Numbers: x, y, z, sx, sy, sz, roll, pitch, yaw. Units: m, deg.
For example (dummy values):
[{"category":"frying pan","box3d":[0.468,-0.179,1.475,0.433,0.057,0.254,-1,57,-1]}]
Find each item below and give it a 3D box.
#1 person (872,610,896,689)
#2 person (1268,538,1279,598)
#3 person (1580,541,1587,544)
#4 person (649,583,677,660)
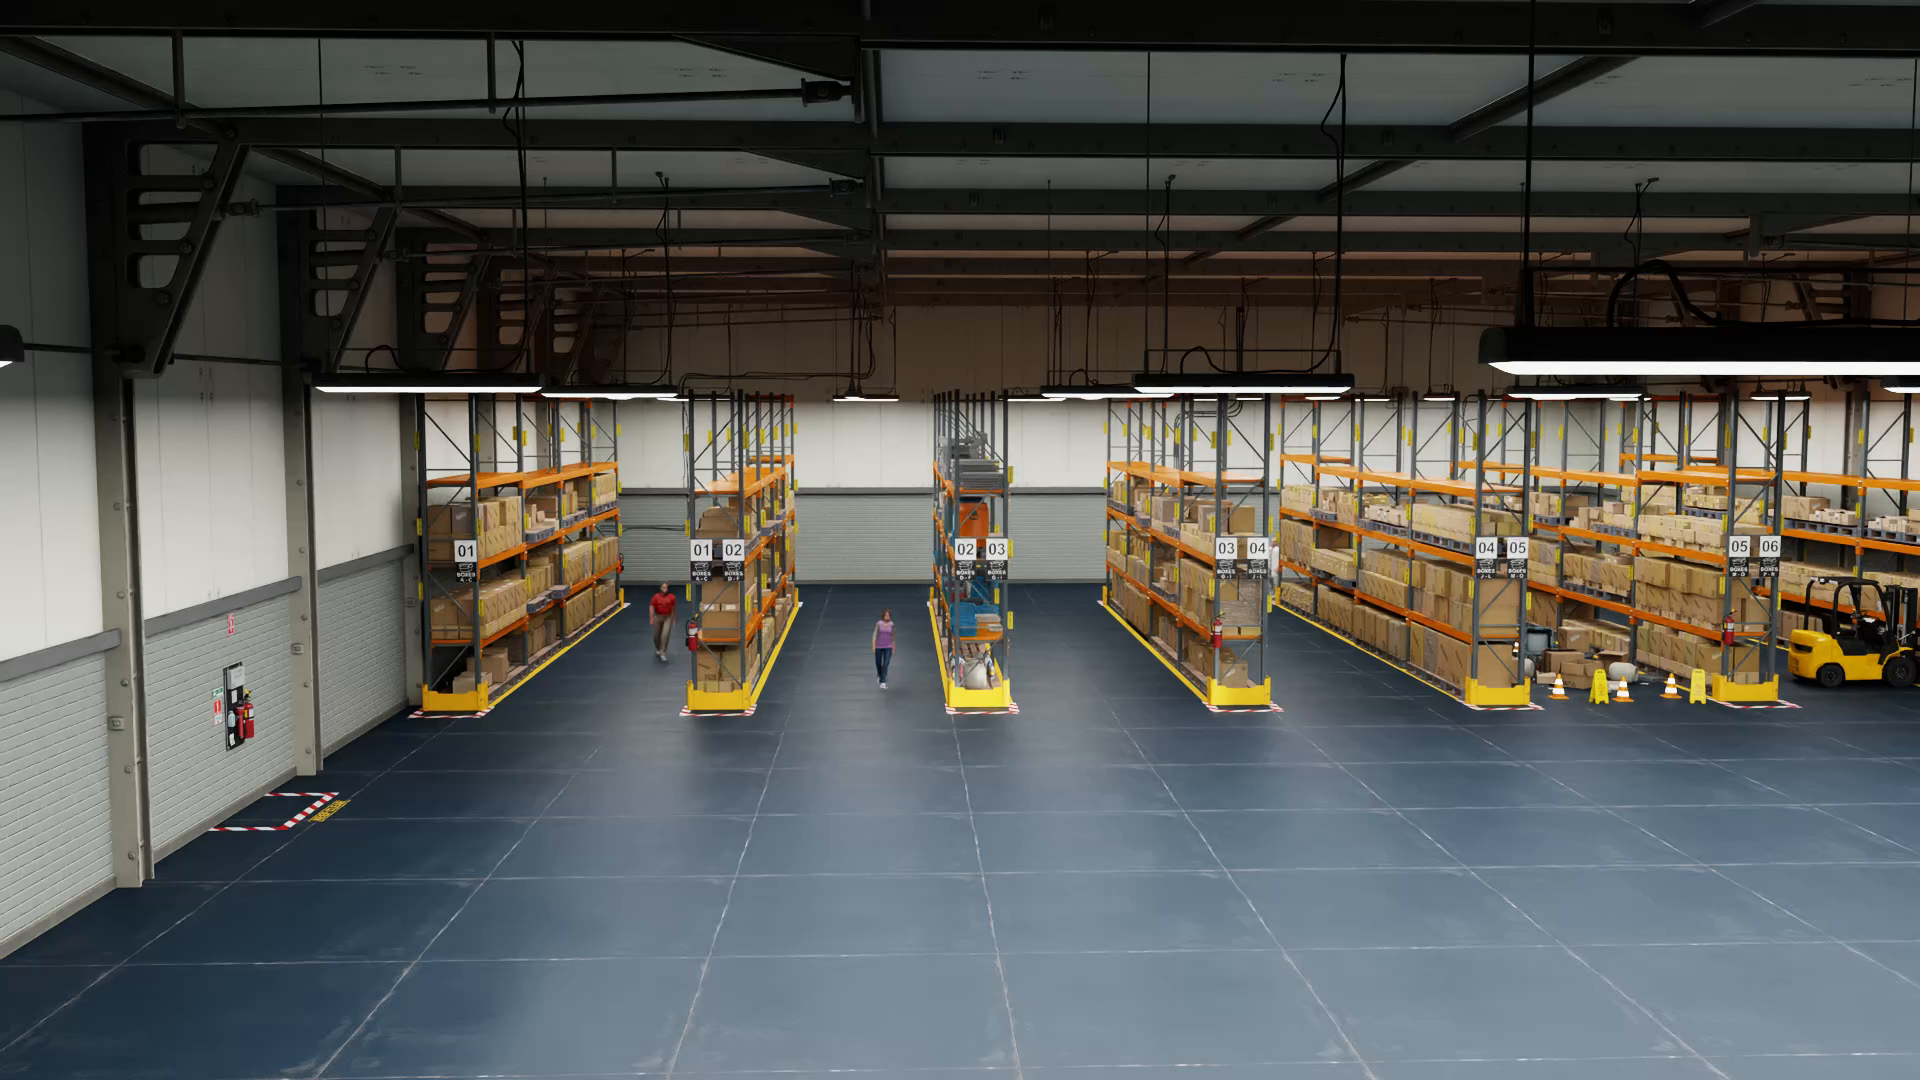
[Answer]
[{"category":"person","box3d":[-1.537,2.209,33.741,0.498,1.519,0.815,-1,5,-8]},{"category":"person","box3d":[9.212,0.852,48.946,0.536,1.832,0.628,-3,6,-35]},{"category":"person","box3d":[18.736,0.830,49.915,0.967,1.633,0.437,-1,5,-8]},{"category":"person","box3d":[-6.706,1.830,37.595,0.614,1.736,0.785,-1,5,-11]}]
